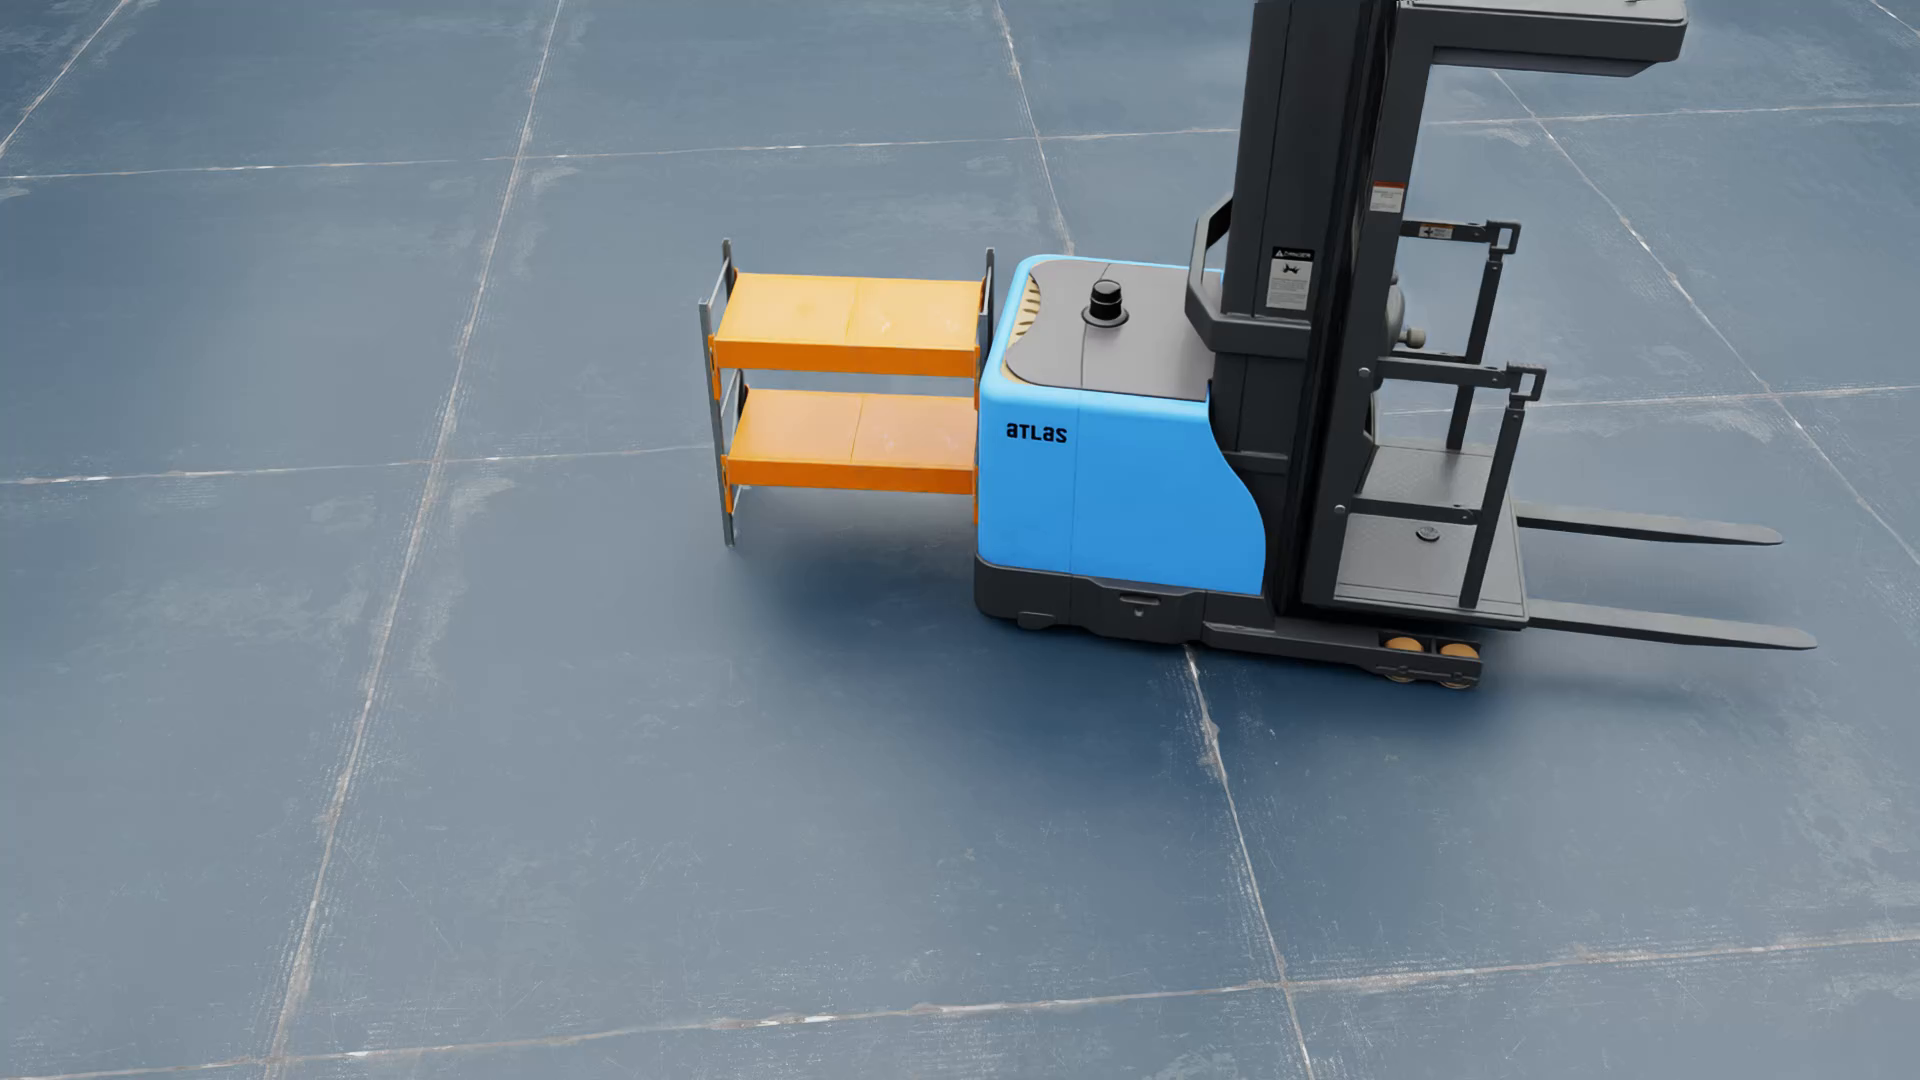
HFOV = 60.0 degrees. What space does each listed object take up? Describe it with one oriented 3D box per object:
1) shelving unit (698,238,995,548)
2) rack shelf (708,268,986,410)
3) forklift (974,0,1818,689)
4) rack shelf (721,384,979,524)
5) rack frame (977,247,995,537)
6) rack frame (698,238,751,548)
[{"bbox_3d":[-0.407,-0.544,6.531,1.048,1.125,0.538,3,38,3],"label":"shelving unit"},{"bbox_3d":[-0.407,-0.773,6.350,1.000,0.278,0.538,3,38,3],"label":"rack shelf"},{"bbox_3d":[1.620,-0.967,5.610,3.031,2.935,1.130,6,39,8],"label":"forklift"},{"bbox_3d":[-0.407,-0.352,6.682,1.000,0.278,0.538,3,38,3],"label":"rack shelf"},{"bbox_3d":[0.100,-0.521,6.502,0.032,1.125,0.500,3,38,3],"label":"rack frame"},{"bbox_3d":[-0.914,-0.566,6.560,0.032,1.125,0.500,3,38,3],"label":"rack frame"}]
